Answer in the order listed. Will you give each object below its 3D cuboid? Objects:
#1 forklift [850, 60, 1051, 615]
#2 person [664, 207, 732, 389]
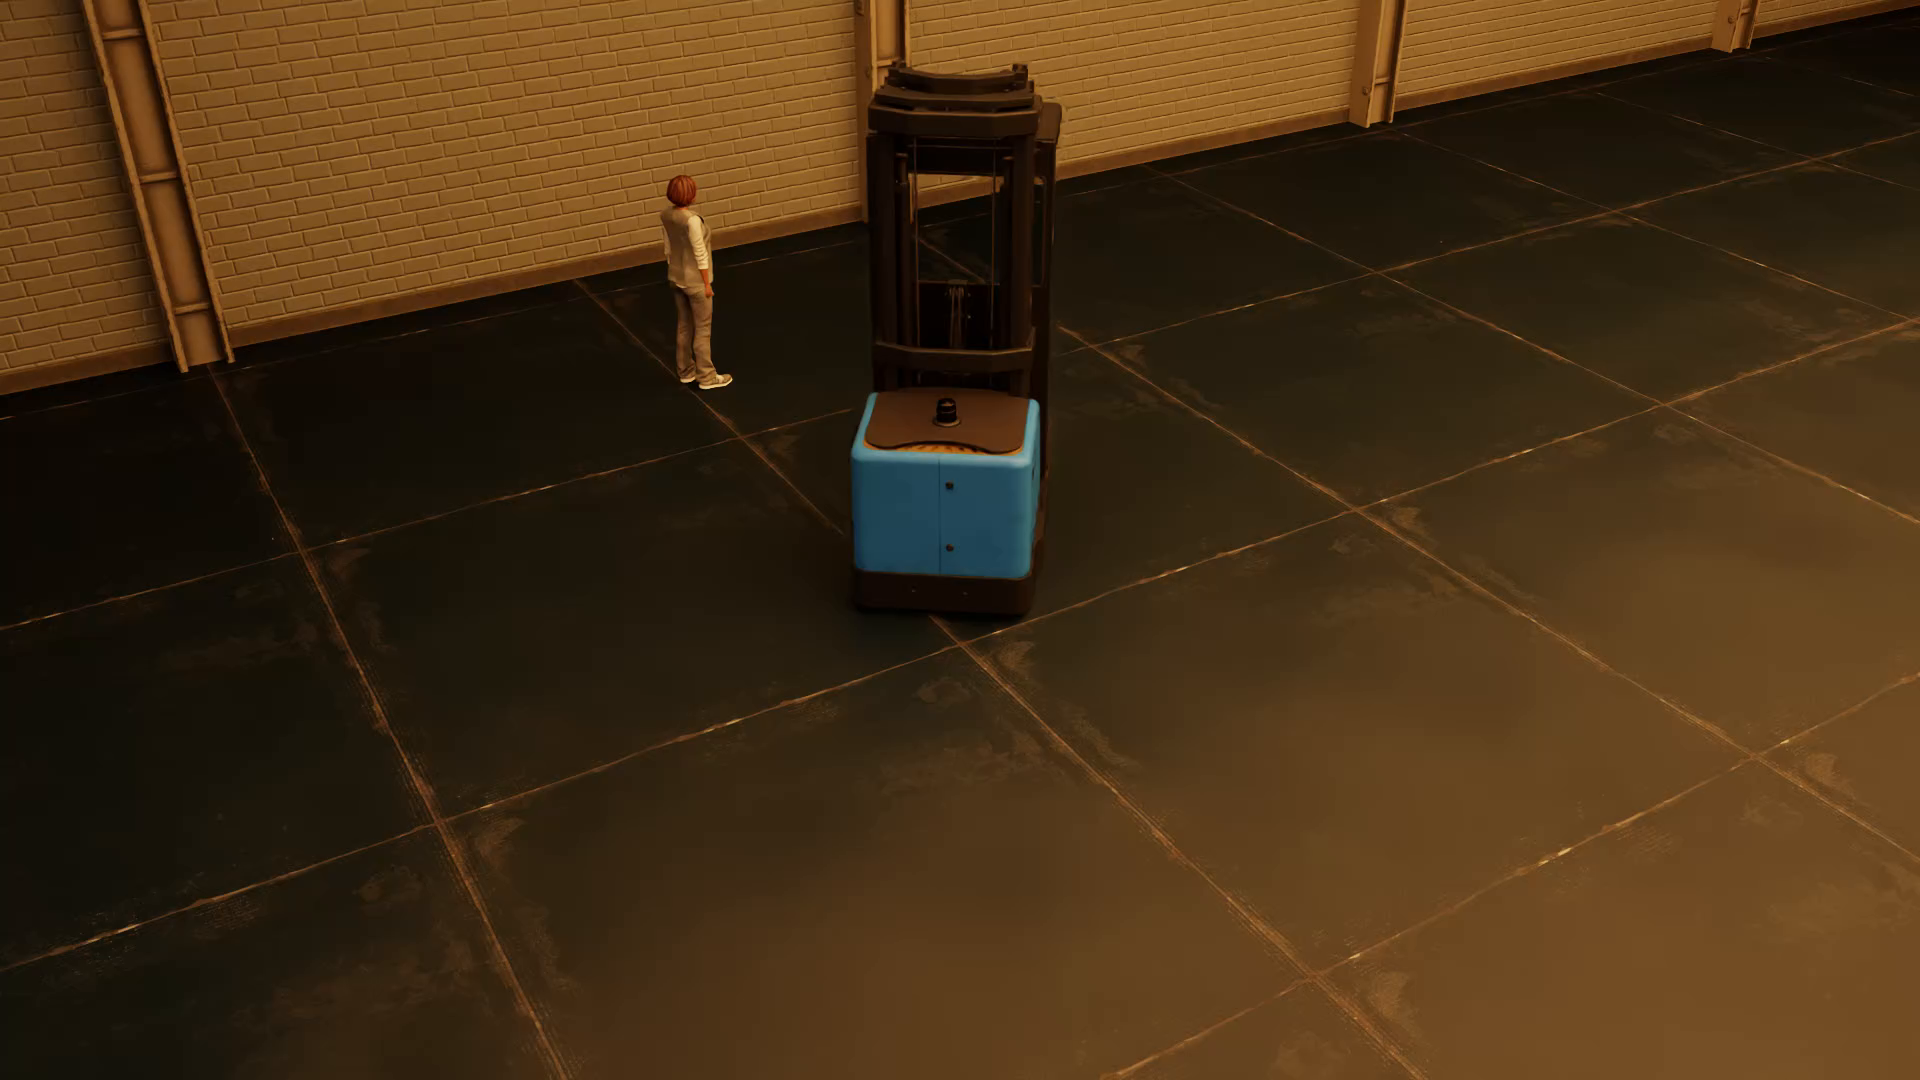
[{"bbox_3d":[0.029,-1.558,10.249,1.130,2.935,3.031,3,31,5],"label":"forklift"},{"bbox_3d":[-1.943,-1.768,12.141,0.405,1.351,0.312,23,38,34],"label":"person"}]
